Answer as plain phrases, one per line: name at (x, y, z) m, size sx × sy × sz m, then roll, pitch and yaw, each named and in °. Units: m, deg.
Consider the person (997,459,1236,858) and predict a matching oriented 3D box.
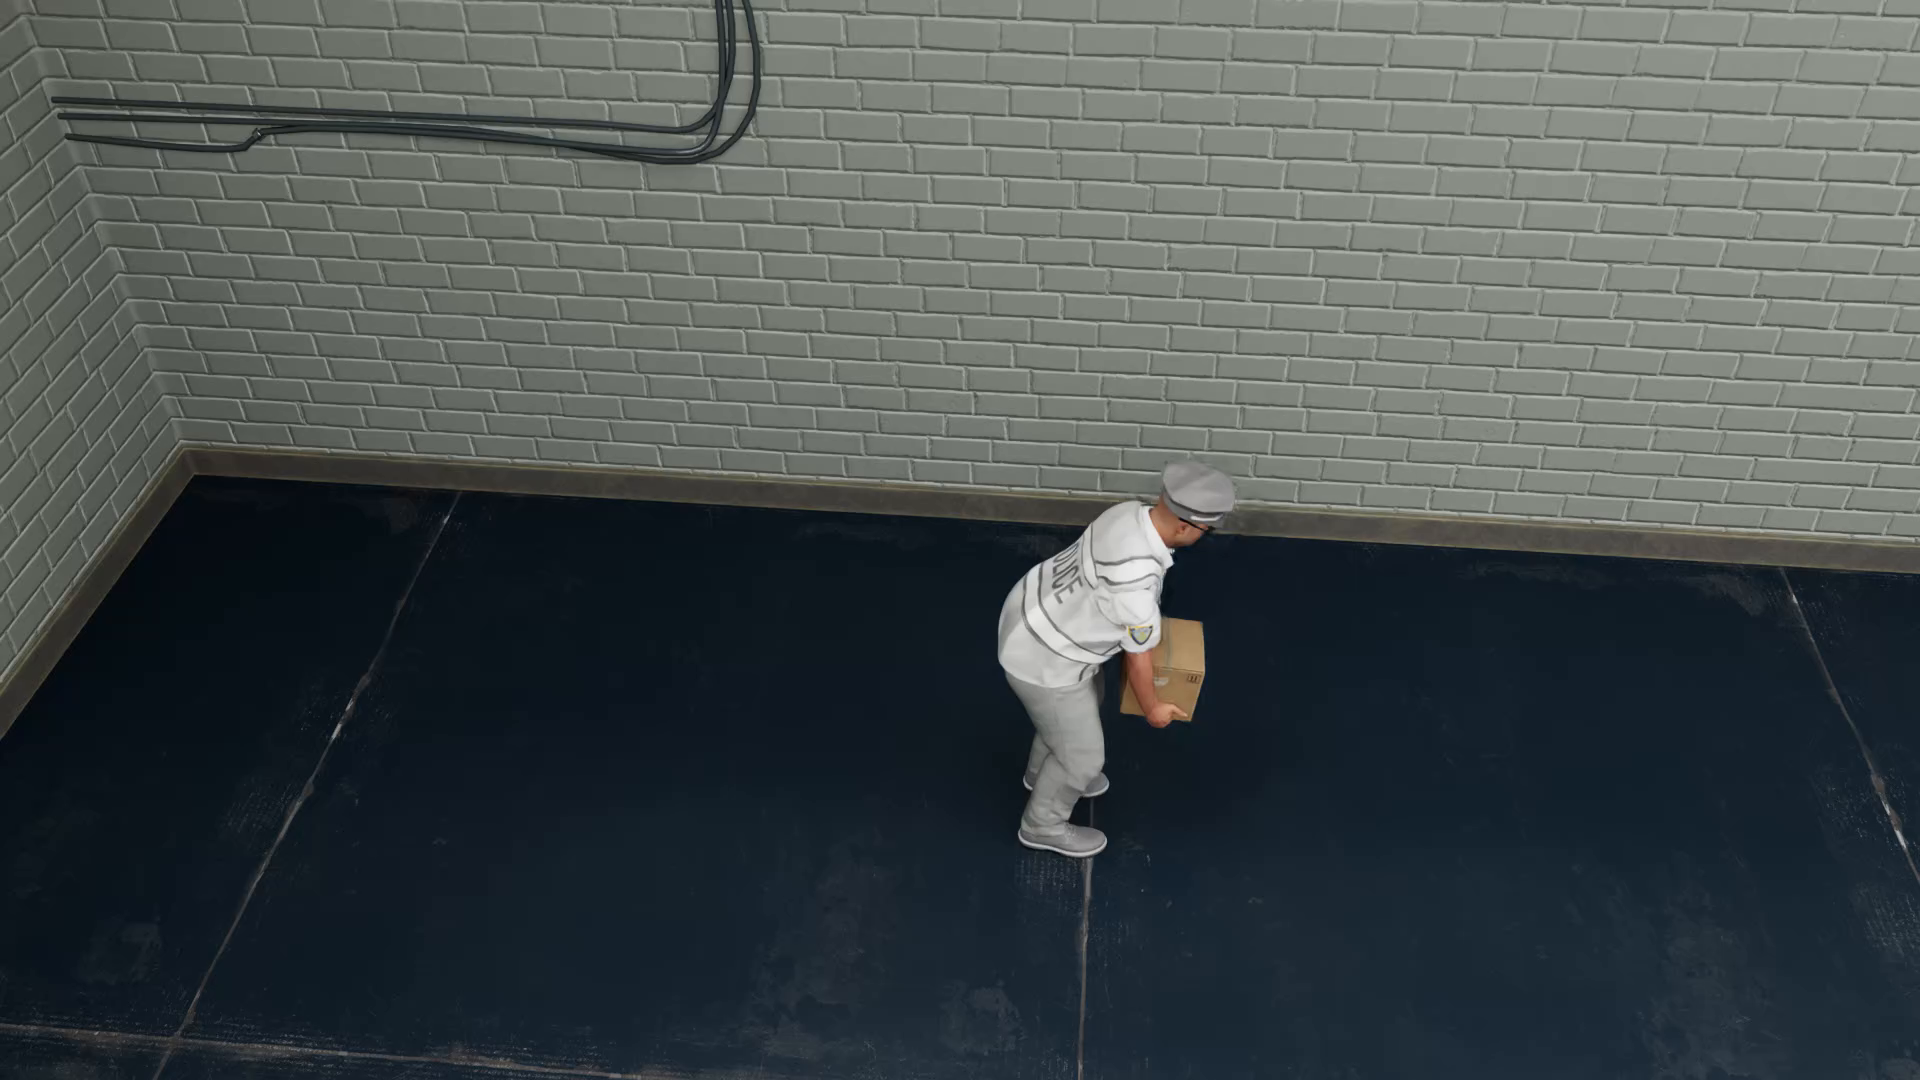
person at (0.502, 0.417, 5.765) m, size 0.748 × 1.614 × 0.486 m, roll 2°, pitch 40°, yaw 3°
